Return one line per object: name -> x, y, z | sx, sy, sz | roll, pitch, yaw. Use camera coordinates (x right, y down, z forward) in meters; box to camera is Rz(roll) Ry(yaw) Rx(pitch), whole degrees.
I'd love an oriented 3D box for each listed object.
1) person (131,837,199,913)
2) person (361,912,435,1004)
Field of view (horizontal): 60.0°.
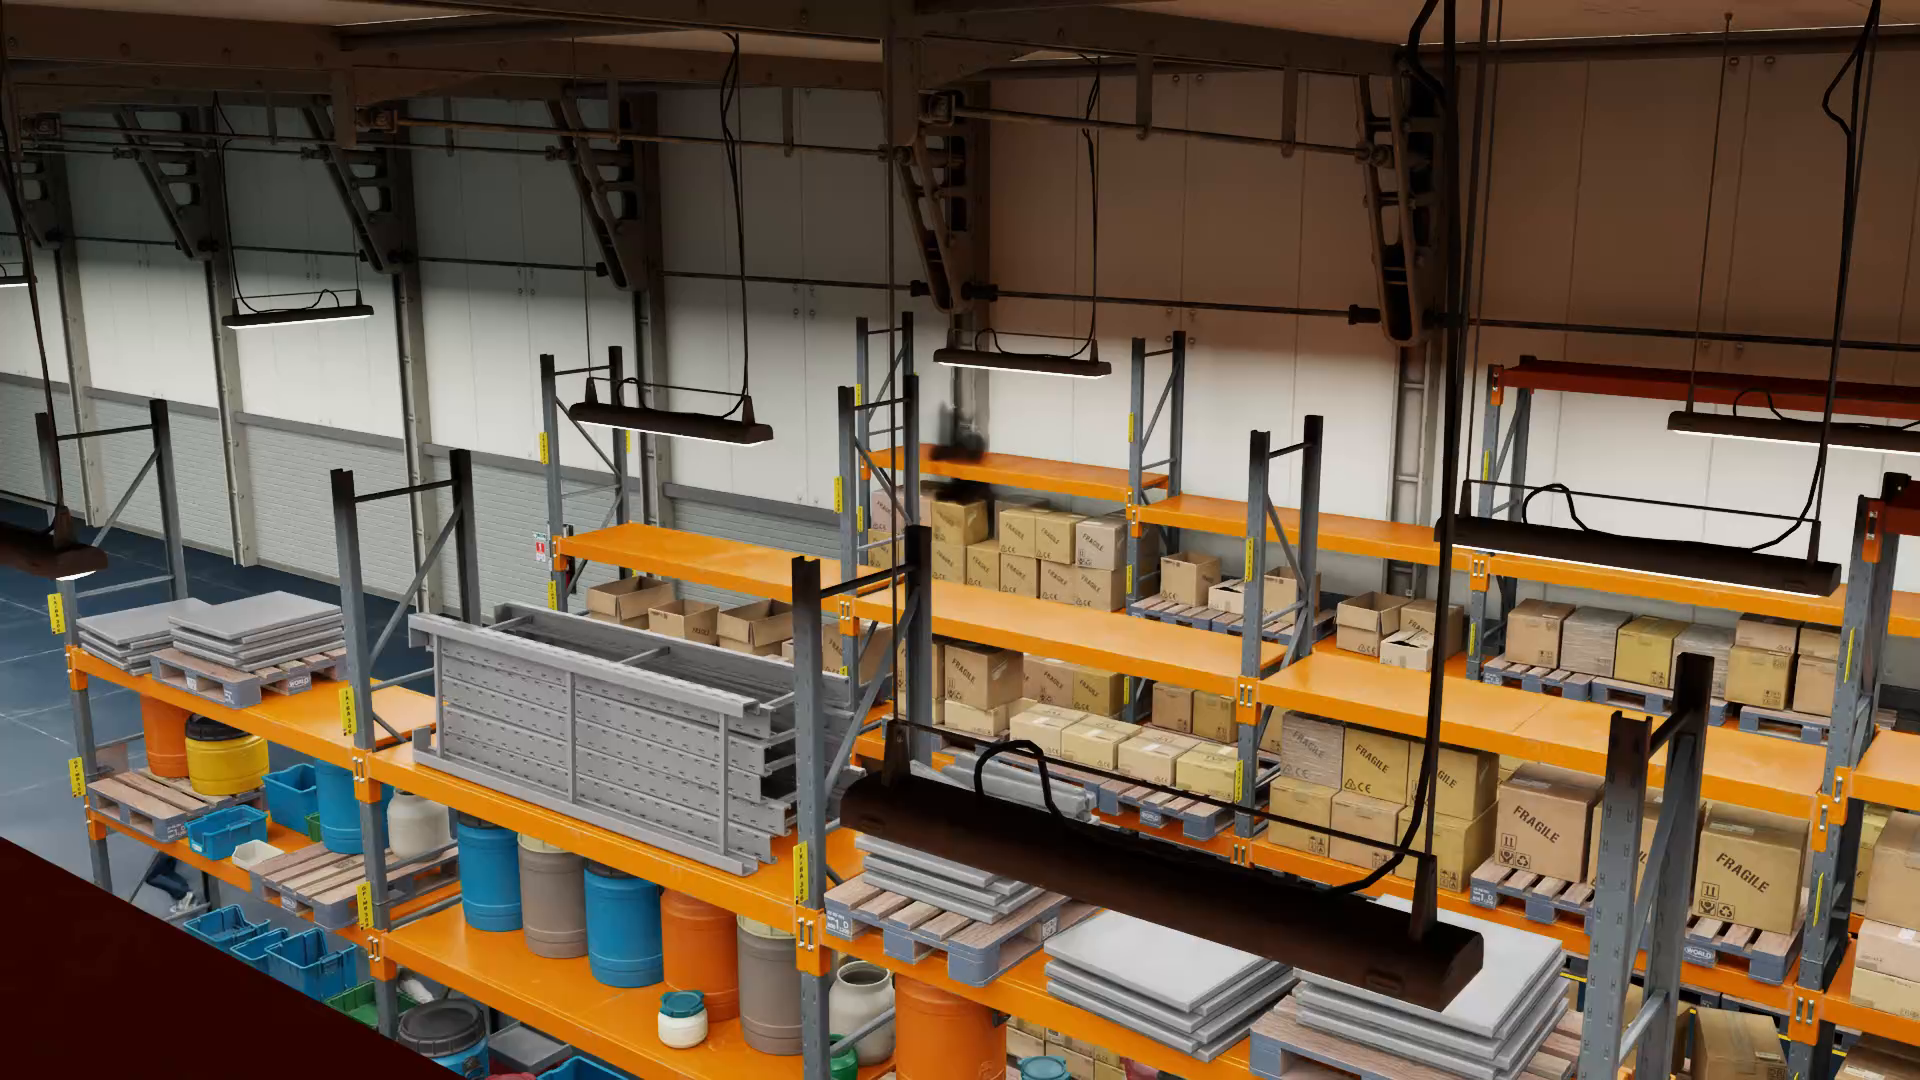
person -> -8.471, 3.267, 17.661 | 0.584, 1.556, 0.577 | -6, 14, -24
person -> -5.095, 3.770, 15.169 | 0.619, 1.755, 0.704 | 8, 15, 32
